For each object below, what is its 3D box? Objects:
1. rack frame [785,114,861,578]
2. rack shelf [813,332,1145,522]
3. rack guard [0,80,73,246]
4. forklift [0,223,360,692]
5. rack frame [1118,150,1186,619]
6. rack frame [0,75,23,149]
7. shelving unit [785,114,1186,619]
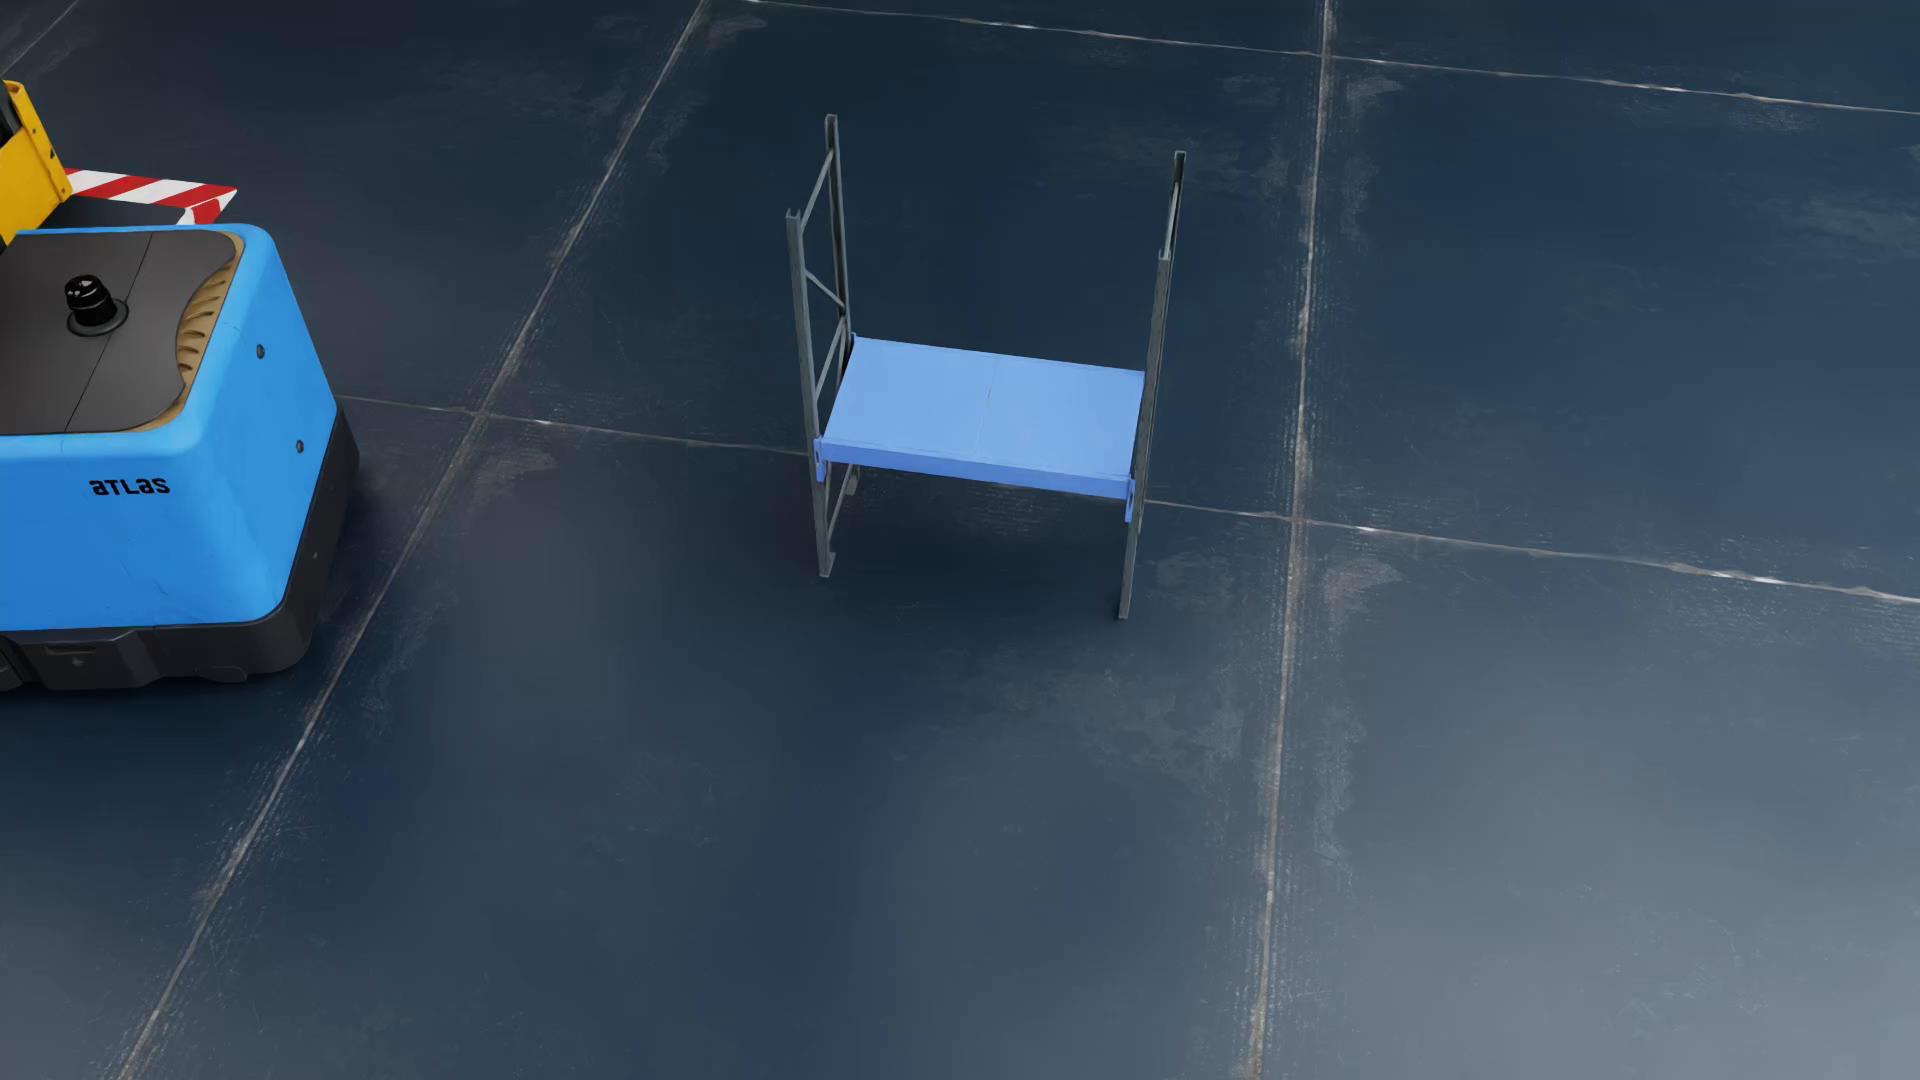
[{"bbox_3d":[-0.416,-0.557,5.242,0.032,1.500,0.500,8,49,7],"label":"rack frame"},{"bbox_3d":[0.084,-0.370,5.316,1.000,0.185,0.538,8,49,7],"label":"rack shelf"},{"bbox_3d":[-4.043,-1.279,6.563,0.348,0.500,1.175,8,49,7],"label":"rack guard"},{"bbox_3d":[-3.626,-0.848,4.542,3.031,2.935,1.130,-2,48,-2],"label":"forklift"},{"bbox_3d":[0.584,-0.423,5.122,0.032,1.500,0.500,8,49,7],"label":"rack frame"},{"bbox_3d":[-3.968,-2.105,5.624,0.127,3.000,1.000,8,49,7],"label":"rack frame"},{"bbox_3d":[0.084,-0.490,5.182,1.048,1.500,0.538,8,49,7],"label":"shelving unit"}]
